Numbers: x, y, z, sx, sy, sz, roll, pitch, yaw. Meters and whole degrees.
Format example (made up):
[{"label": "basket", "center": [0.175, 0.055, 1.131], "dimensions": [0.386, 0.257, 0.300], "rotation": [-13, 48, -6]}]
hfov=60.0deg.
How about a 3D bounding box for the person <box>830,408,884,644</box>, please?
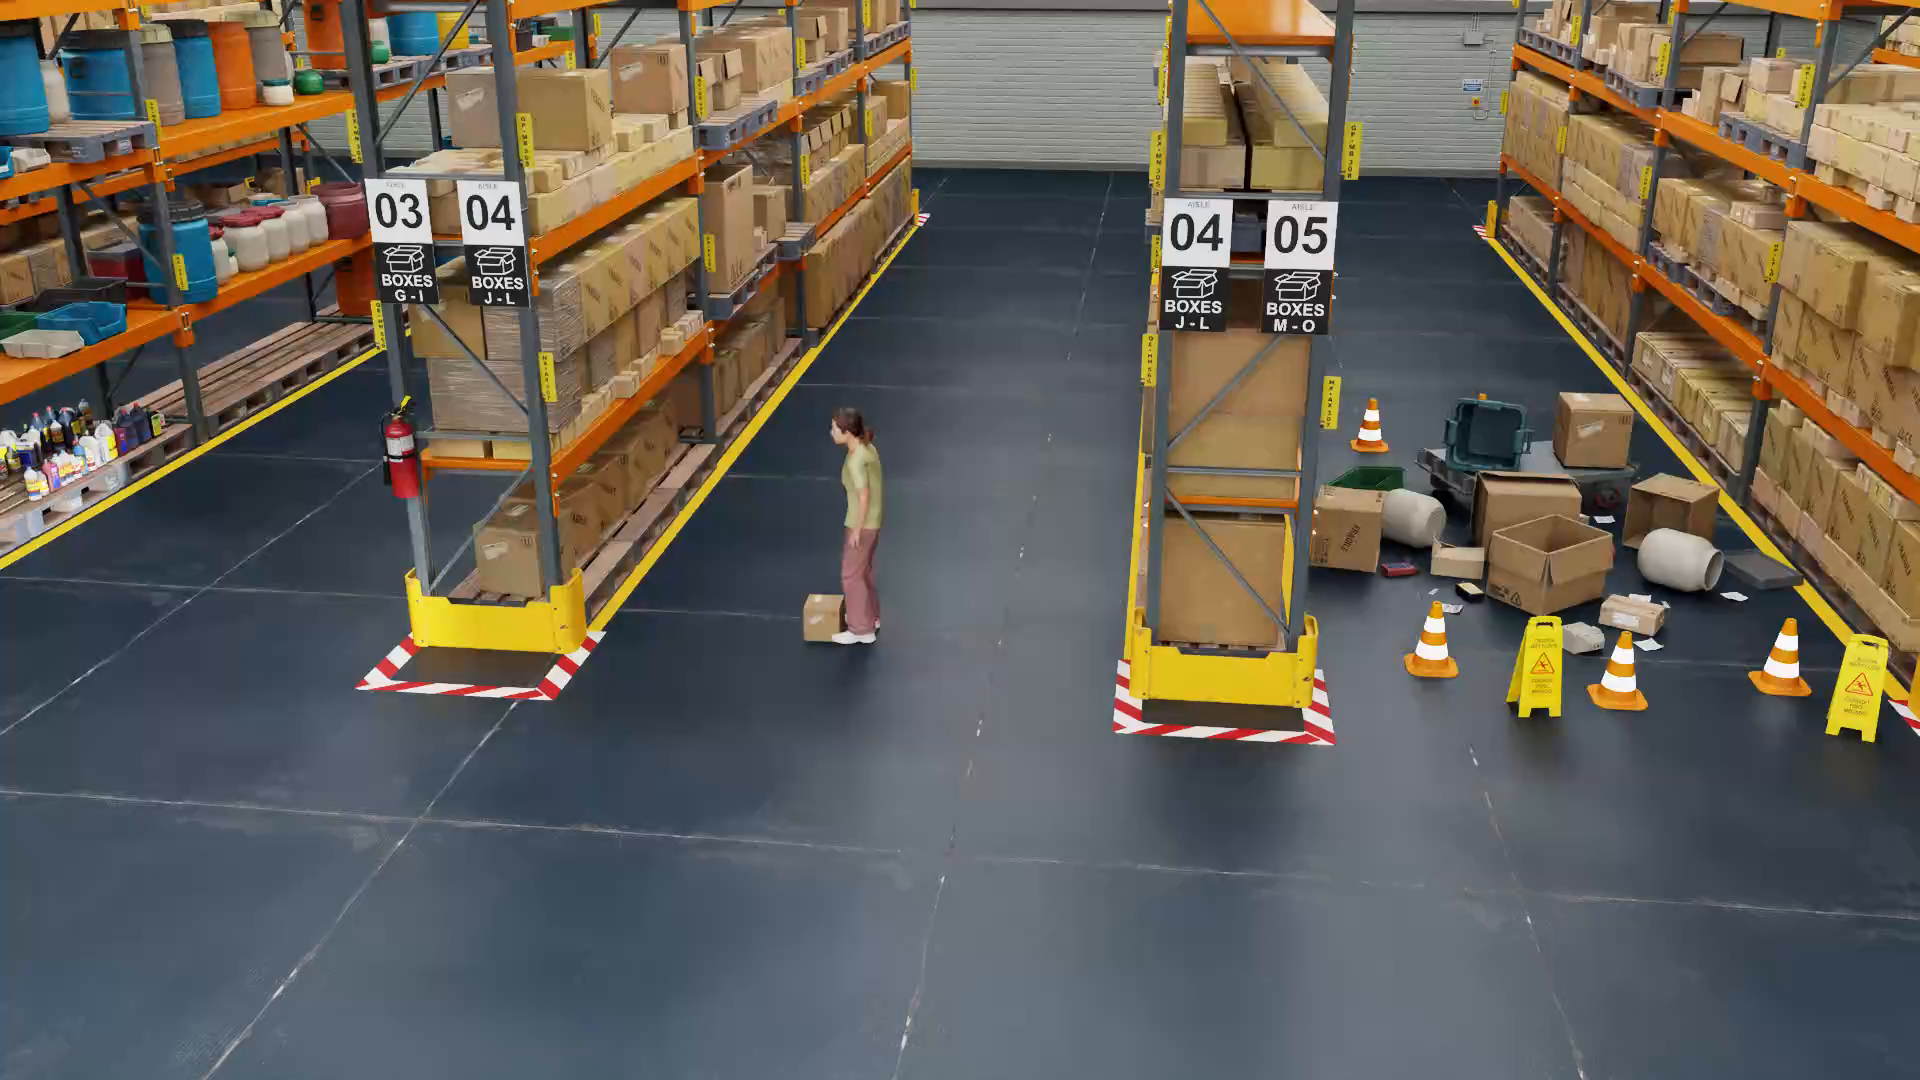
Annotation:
[{"label": "person", "center": [-0.703, 0.001, 11.410], "dimensions": [0.369, 1.436, 0.510], "rotation": [1, 21, 3]}]
